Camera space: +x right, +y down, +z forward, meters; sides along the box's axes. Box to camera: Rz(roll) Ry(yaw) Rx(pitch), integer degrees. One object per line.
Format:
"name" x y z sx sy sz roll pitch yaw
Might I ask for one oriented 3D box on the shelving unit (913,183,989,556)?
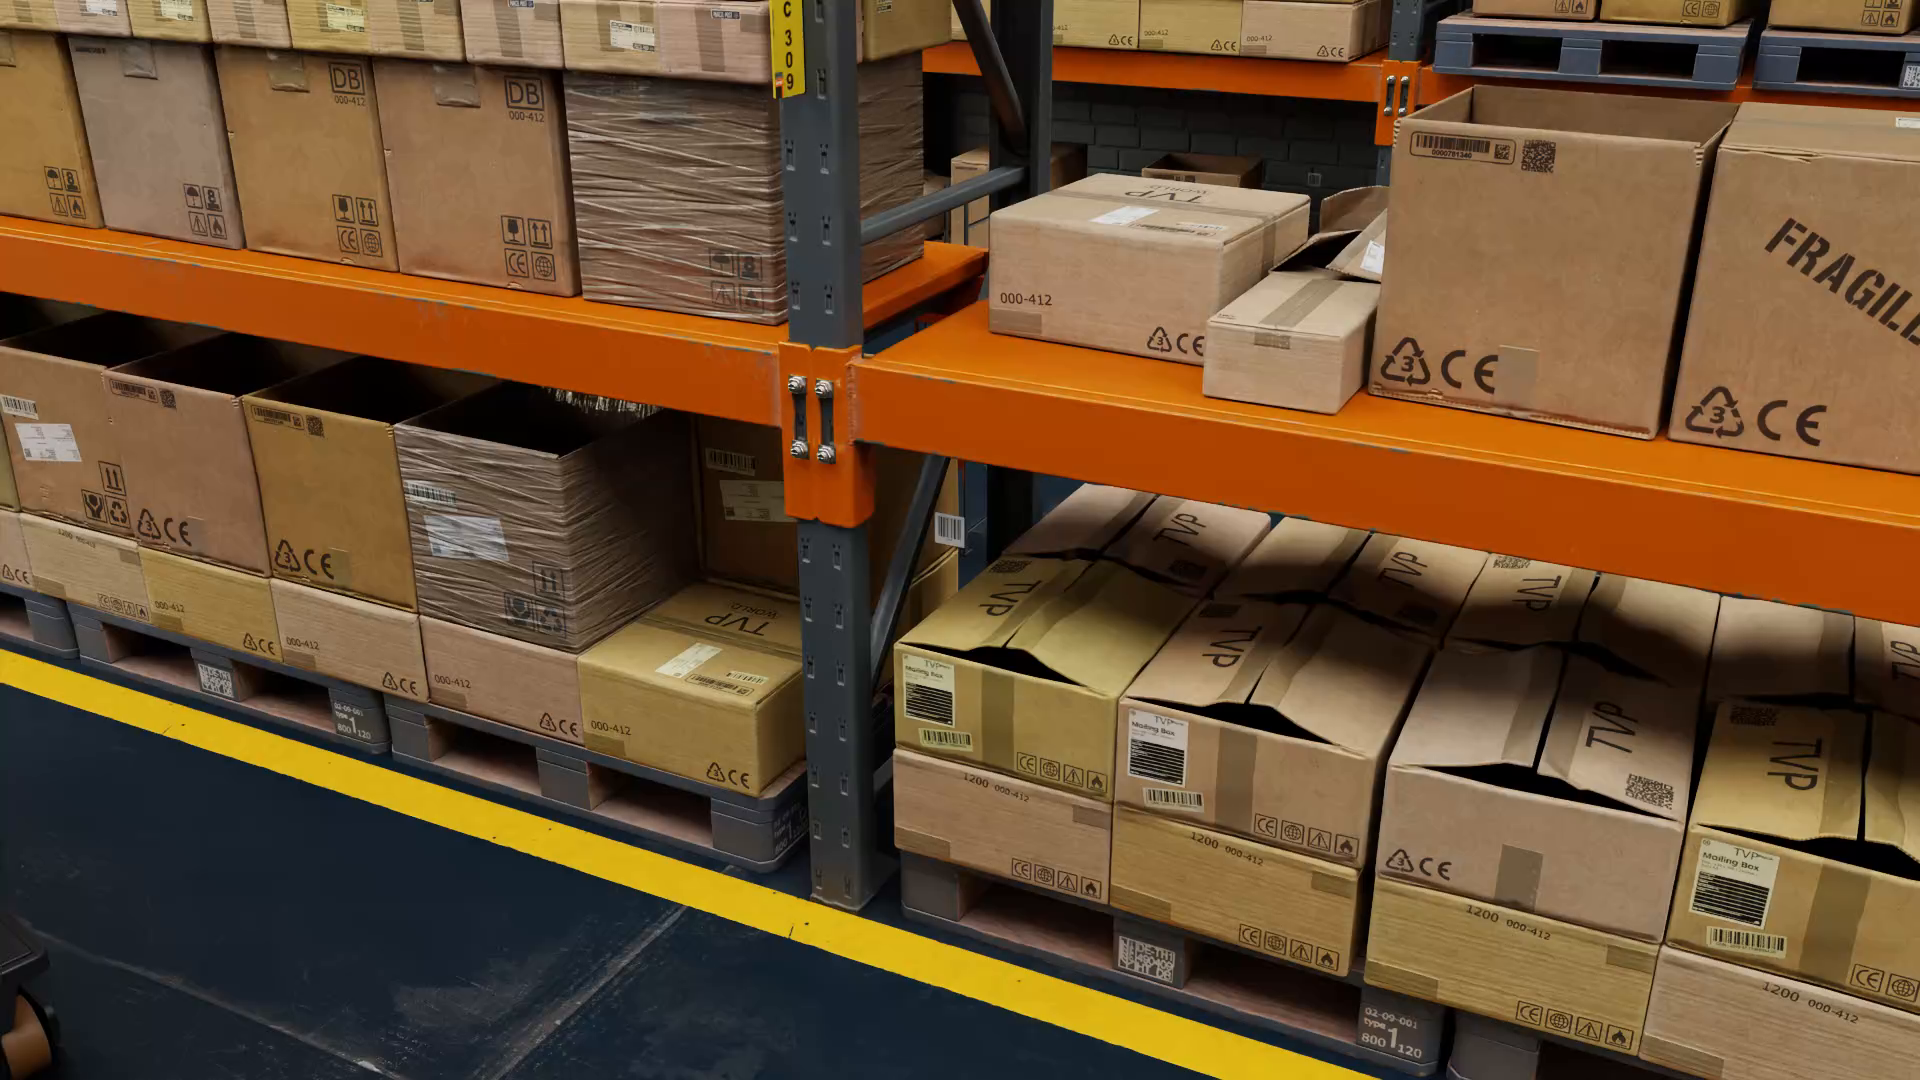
"shelving unit" -0.013 -0.555 5.521 0.189 1.200 0.258 11 25 25

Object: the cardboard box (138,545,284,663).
"cardboard box" -1.915 0.087 4.690 0.500 0.250 0.500 11 25 25

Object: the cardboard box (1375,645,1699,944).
"cardboard box" 1.102 0.438 3.147 0.500 0.311 0.500 10 25 23

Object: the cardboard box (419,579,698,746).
"cardboard box" -1.015 0.258 4.288 0.500 0.250 0.500 11 25 25

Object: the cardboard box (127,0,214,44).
"cardboard box" -1.771 -1.305 4.030 0.250 0.149 0.380 12 26 26

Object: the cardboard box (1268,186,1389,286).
"cardboard box" 0.807 -0.564 3.415 0.258 0.266 0.396 11 25 23

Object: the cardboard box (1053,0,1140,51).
"cardboard box" 0.715 -2.540 8.056 0.500 0.250 0.500 11 25 24

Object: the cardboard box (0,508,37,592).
"cardboard box" -2.805 -0.092 5.110 0.500 0.250 0.500 11 25 25

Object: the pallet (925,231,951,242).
"pallet" -0.622 -1.702 9.481 1.213 0.211 1.003 11 25 25

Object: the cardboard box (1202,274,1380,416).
"cardboard box" 0.638 -0.373 3.116 0.250 0.149 0.380 11 25 25

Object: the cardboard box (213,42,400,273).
"cardboard box" -1.379 -1.020 4.188 0.500 0.500 0.700 12 26 25

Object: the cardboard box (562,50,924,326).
"cardboard box" -0.460 -0.839 3.762 0.500 0.500 0.700 10 25 23

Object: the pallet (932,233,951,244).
"pallet" 0.463 -1.486 8.974 1.213 0.211 1.003 11 25 25

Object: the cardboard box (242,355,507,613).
"cardboard box" -1.462 -0.175 4.347 0.500 0.500 0.500 11 25 25

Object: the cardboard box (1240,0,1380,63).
"cardboard box" 1.611 -2.366 7.646 0.500 0.250 0.500 11 26 25

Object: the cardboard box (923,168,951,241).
"cardboard box" -0.313 -1.865 9.176 0.500 0.311 0.500 14 27 29

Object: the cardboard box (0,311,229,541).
"cardboard box" -2.353 -0.352 4.764 0.500 0.500 0.500 11 25 25

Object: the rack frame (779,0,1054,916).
"rack frame" -0.061 -0.717 3.603 0.127 3.000 1.000 11 25 25

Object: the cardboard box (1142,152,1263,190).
"cardboard box" 1.227 -1.669 8.474 0.500 0.500 0.500 9 25 21

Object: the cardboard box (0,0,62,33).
"cardboard box" -2.227 -1.397 4.244 0.250 0.149 0.380 11 25 24

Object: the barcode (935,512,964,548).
"barcode" -0.021 -0.020 3.370 0.075 0.075 0.001 11 25 25

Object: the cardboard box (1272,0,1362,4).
"cardboard box" 1.609 -2.708 7.494 0.500 0.500 0.500 11 25 24

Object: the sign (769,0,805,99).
"sign" -0.310 -0.958 2.962 0.005 0.325 0.100 11 25 25

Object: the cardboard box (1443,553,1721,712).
"cardboard box" 1.341 0.247 3.596 0.500 0.311 0.500 11 25 24

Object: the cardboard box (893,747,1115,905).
"cardboard box" 0.187 0.513 3.688 0.500 0.250 0.500 11 25 23

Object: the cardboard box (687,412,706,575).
"cardboard box" -0.783 -0.267 4.563 0.500 0.500 0.500 11 25 25

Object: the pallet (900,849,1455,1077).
"pallet" 0.614 0.683 3.875 1.213 0.211 1.003 11 25 25

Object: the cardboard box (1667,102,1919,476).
"cardboard box" 1.534 -0.440 2.824 0.500 0.500 0.500 11 25 25

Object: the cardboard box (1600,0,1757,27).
"cardboard box" 3.105 -2.493 7.090 0.500 0.500 0.700 14 27 30

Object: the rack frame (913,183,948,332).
"rack frame" -0.095 -0.571 5.559 0.006 1.200 0.240 11 25 25

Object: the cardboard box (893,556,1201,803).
"cardboard box" 0.195 0.257 3.573 0.500 0.311 0.500 11 26 25

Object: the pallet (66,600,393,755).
"pallet" -1.845 0.196 5.019 1.213 0.211 1.003 11 25 25

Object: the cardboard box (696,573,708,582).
"cardboard box" -0.782 0.077 4.712 0.500 0.250 0.500 11 25 25

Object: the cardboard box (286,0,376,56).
"cardboard box" -1.308 -1.215 3.817 0.250 0.149 0.380 11 25 24

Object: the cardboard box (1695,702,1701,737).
"cardboard box" 1.347 0.507 3.701 0.500 0.250 0.500 12 26 26

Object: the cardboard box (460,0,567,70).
"cardboard box" -0.855 -1.124 3.604 0.250 0.149 0.380 10 25 23

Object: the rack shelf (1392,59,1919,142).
"rack shelf" 3.956 -1.763 6.983 4.000 0.370 1.077 11 25 25

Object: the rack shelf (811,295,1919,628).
"rack shelf" 1.724 -0.033 2.913 4.000 0.370 1.077 11 25 25

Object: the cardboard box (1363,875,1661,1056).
"cardboard box" 1.106 0.694 3.262 0.500 0.250 0.500 10 25 23

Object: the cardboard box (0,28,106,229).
"cardboard box" -2.308 -1.202 4.615 0.500 0.500 0.700 11 26 25

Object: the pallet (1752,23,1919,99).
"pallet" 3.955 -1.988 6.838 1.213 0.211 1.003 11 25 25

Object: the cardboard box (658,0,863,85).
"cardboard box" -0.400 -1.035 3.393 0.250 0.149 0.380 11 25 24

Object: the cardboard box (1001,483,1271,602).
"cardboard box" 0.430 0.069 4.016 0.500 0.311 0.500 11 25 25

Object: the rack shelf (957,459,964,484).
"rack shelf" -0.013 -0.293 5.633 0.180 0.103 0.258 11 25 25
